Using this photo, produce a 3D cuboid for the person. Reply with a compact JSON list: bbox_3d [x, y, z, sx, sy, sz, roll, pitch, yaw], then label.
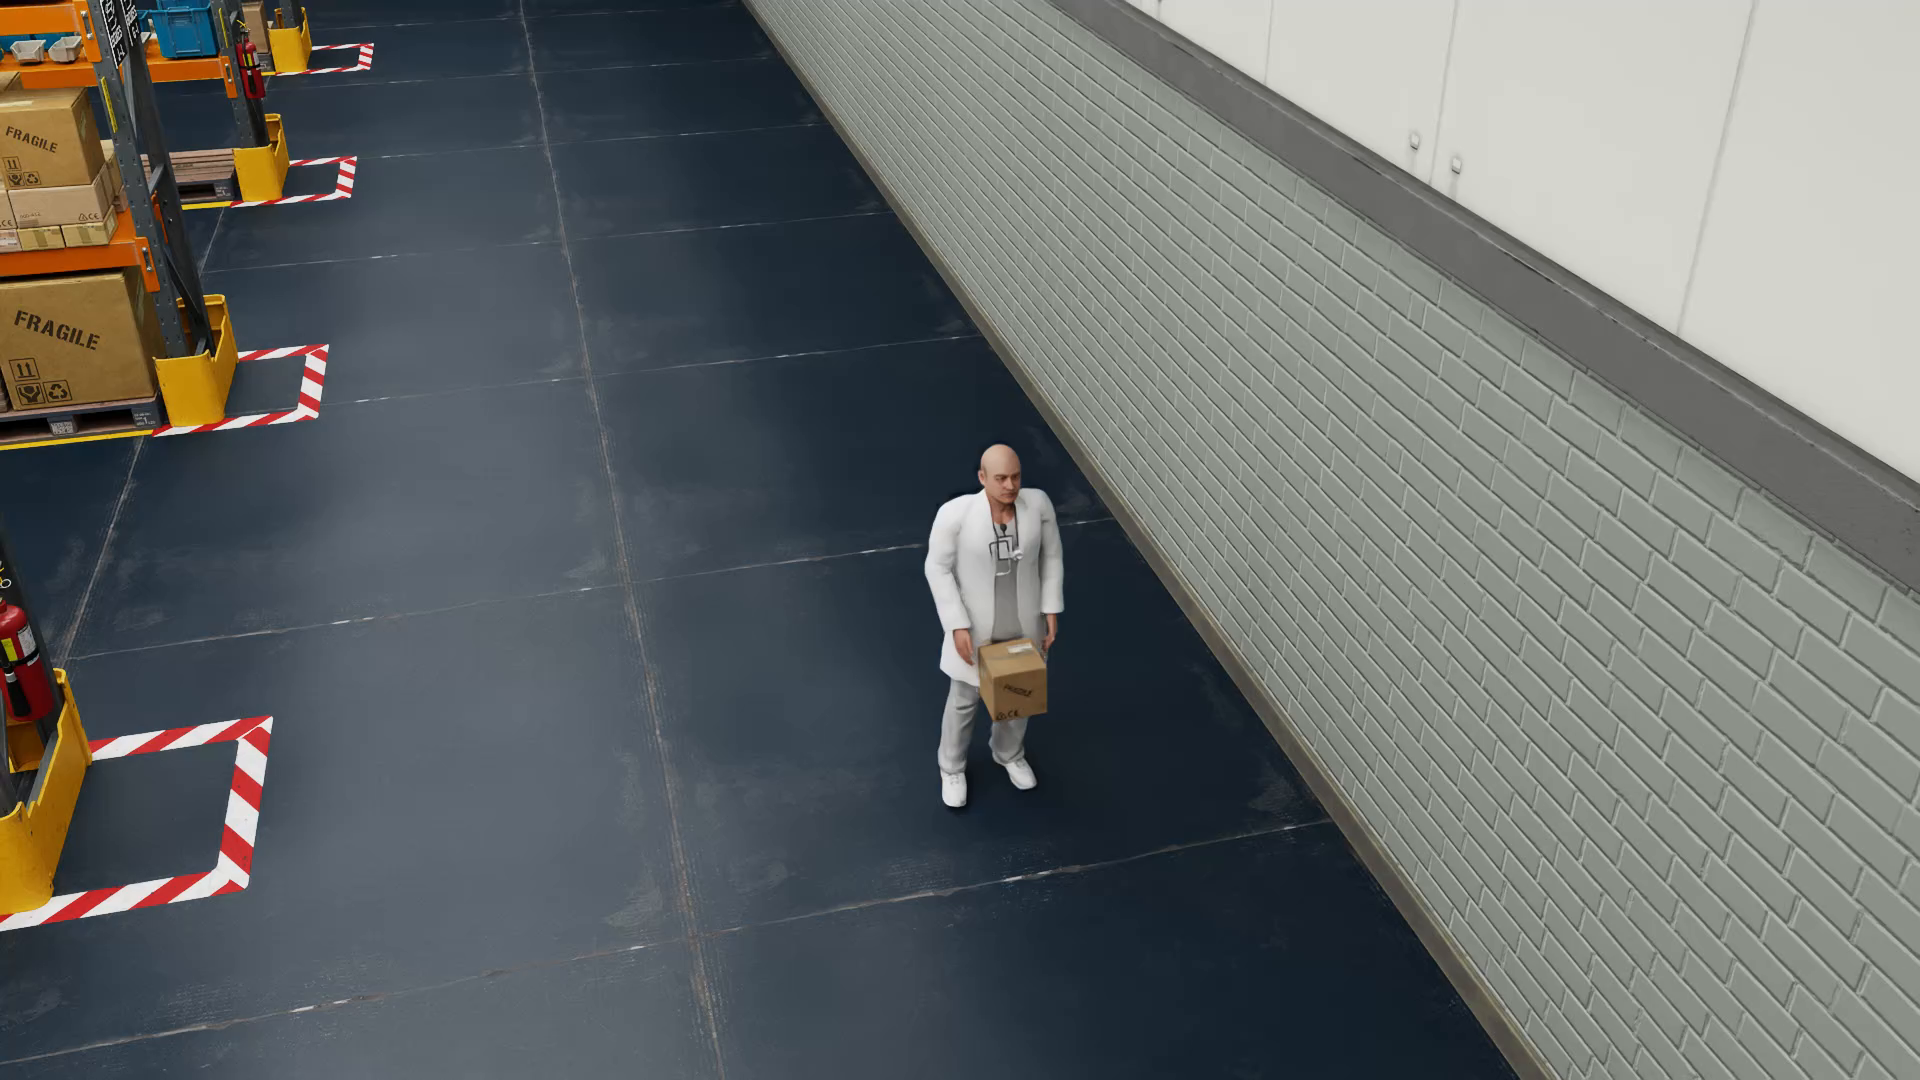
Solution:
[{"bbox_3d":[0.172,0.386,7.579,0.651,1.779,0.436,-8,31,-13],"label":"person"}]
